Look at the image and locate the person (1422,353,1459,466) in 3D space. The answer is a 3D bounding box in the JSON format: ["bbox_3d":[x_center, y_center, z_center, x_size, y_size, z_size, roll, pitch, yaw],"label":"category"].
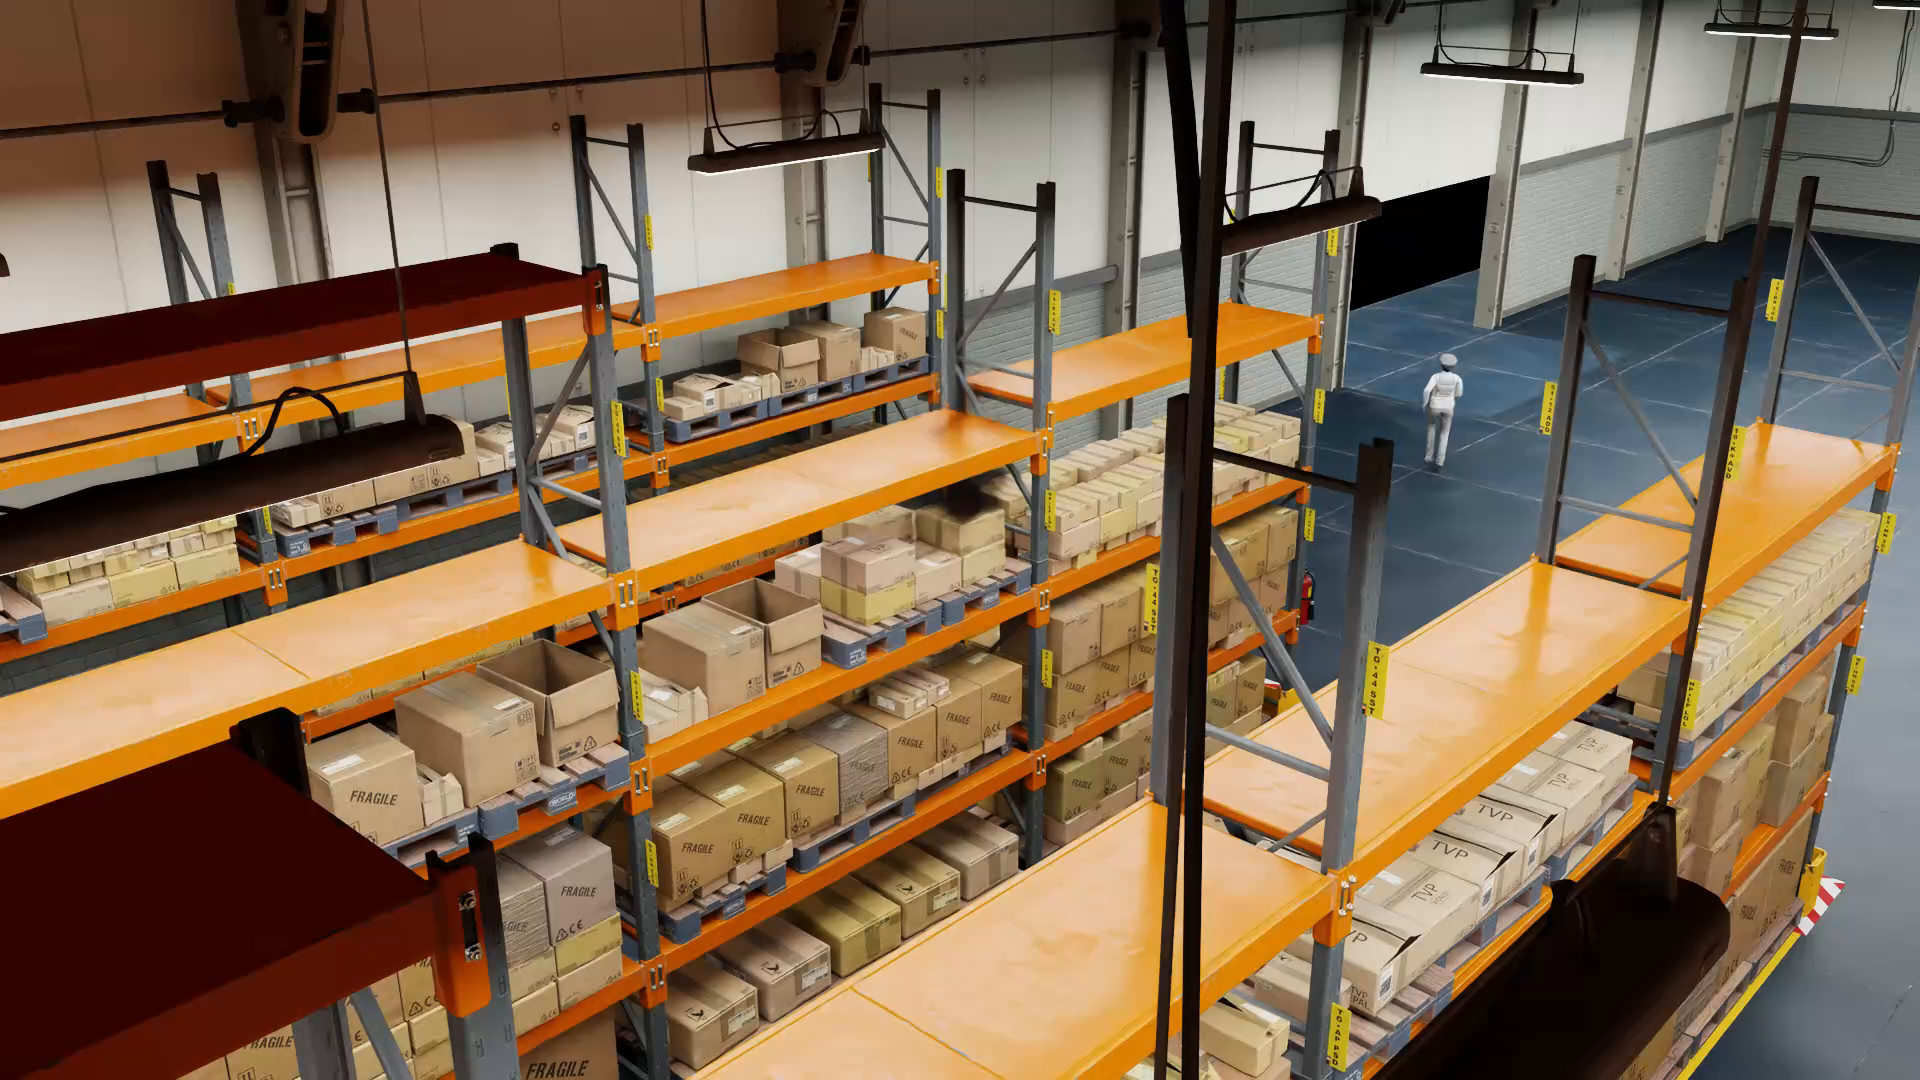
[{"bbox_3d":[7.094,-1.926,24.659,0.476,1.725,0.703,5,22,12],"label":"person"}]
